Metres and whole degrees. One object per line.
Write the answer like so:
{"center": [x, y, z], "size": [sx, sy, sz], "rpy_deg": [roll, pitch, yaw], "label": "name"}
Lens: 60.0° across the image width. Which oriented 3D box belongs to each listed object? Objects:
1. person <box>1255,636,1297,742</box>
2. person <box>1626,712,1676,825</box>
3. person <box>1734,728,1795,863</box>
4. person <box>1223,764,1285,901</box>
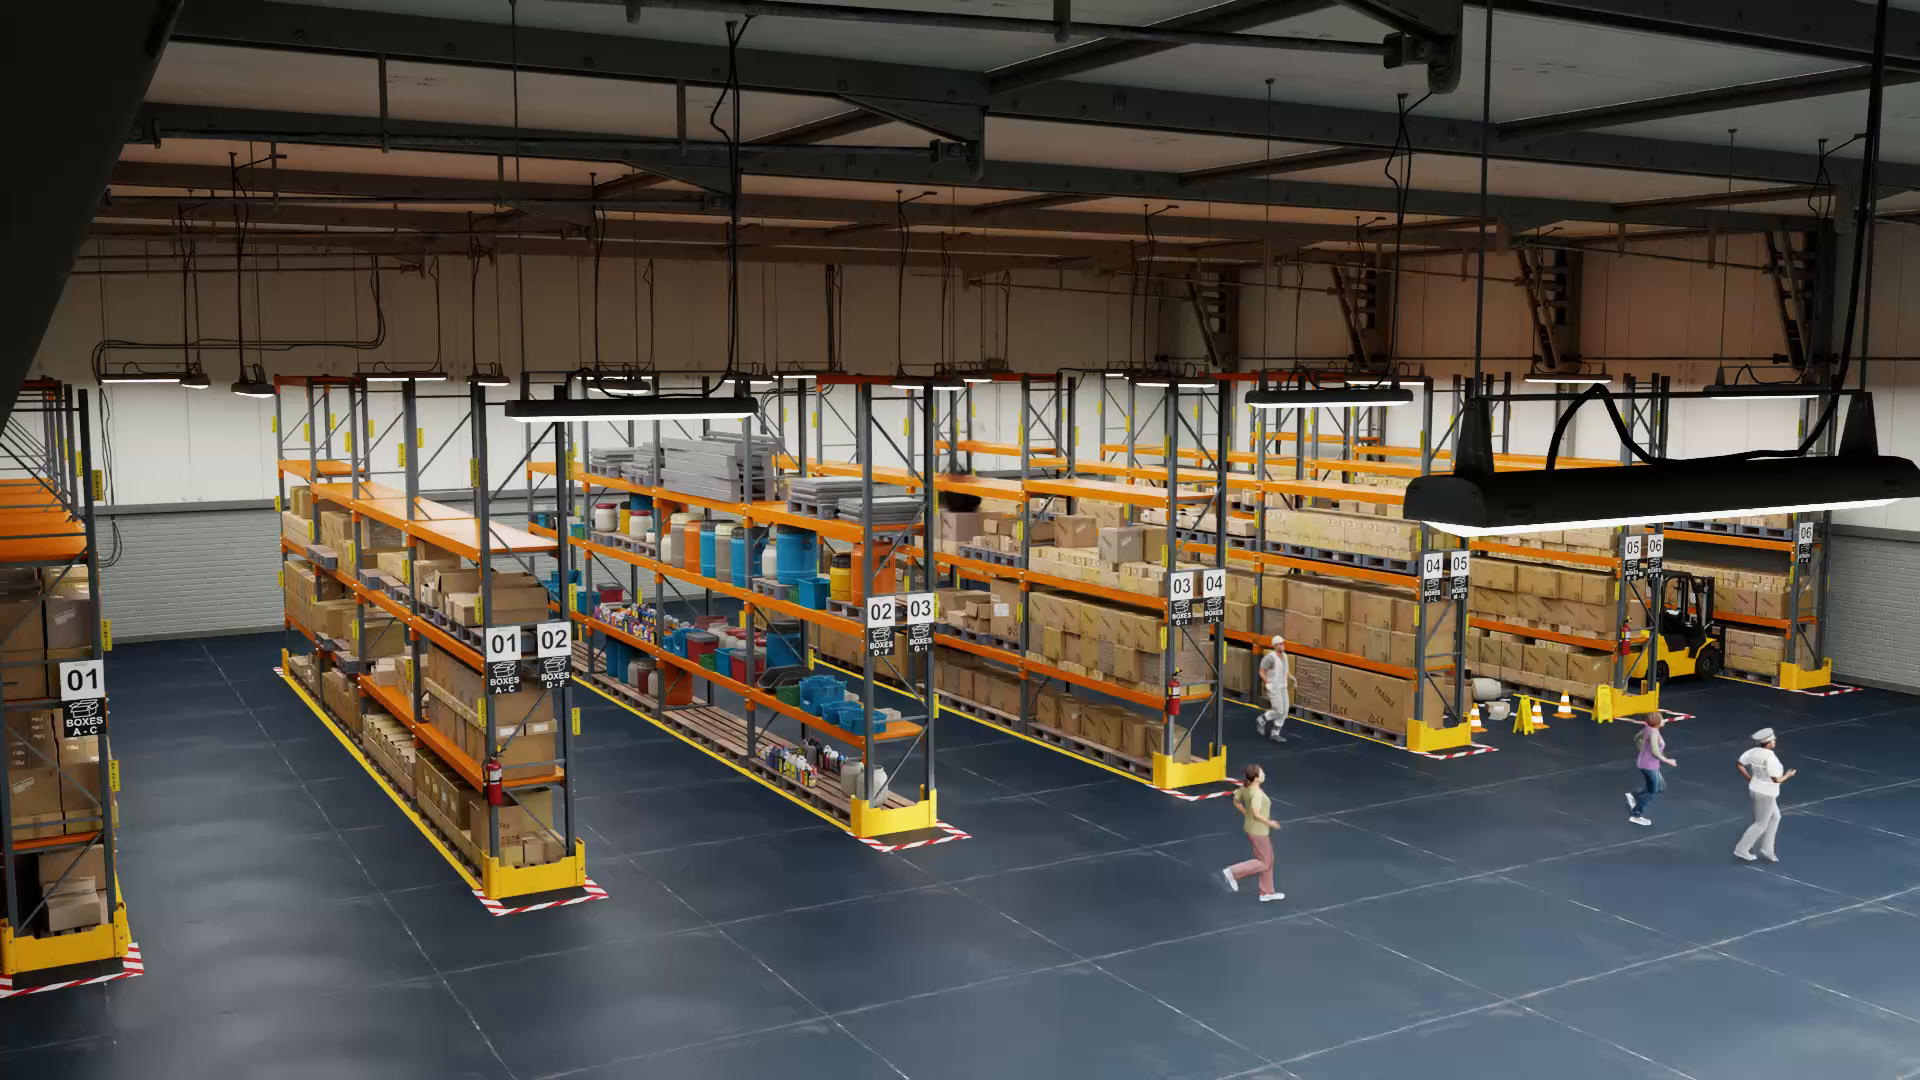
{"center": [5.235, 2.451, 27.578], "size": [0.677, 1.754, 0.593], "rpy_deg": [-6, 8, -41], "label": "person"}
{"center": [9.411, 3.076, 22.634], "size": [0.602, 1.485, 0.566], "rpy_deg": [1, 6, 12], "label": "person"}
{"center": [10.065, 3.217, 20.824], "size": [0.714, 1.756, 0.556], "rpy_deg": [0, 6, 1], "label": "person"}
{"center": [3.410, 3.406, 19.357], "size": [0.776, 1.637, 0.579], "rpy_deg": [-1, 6, -12], "label": "person"}
